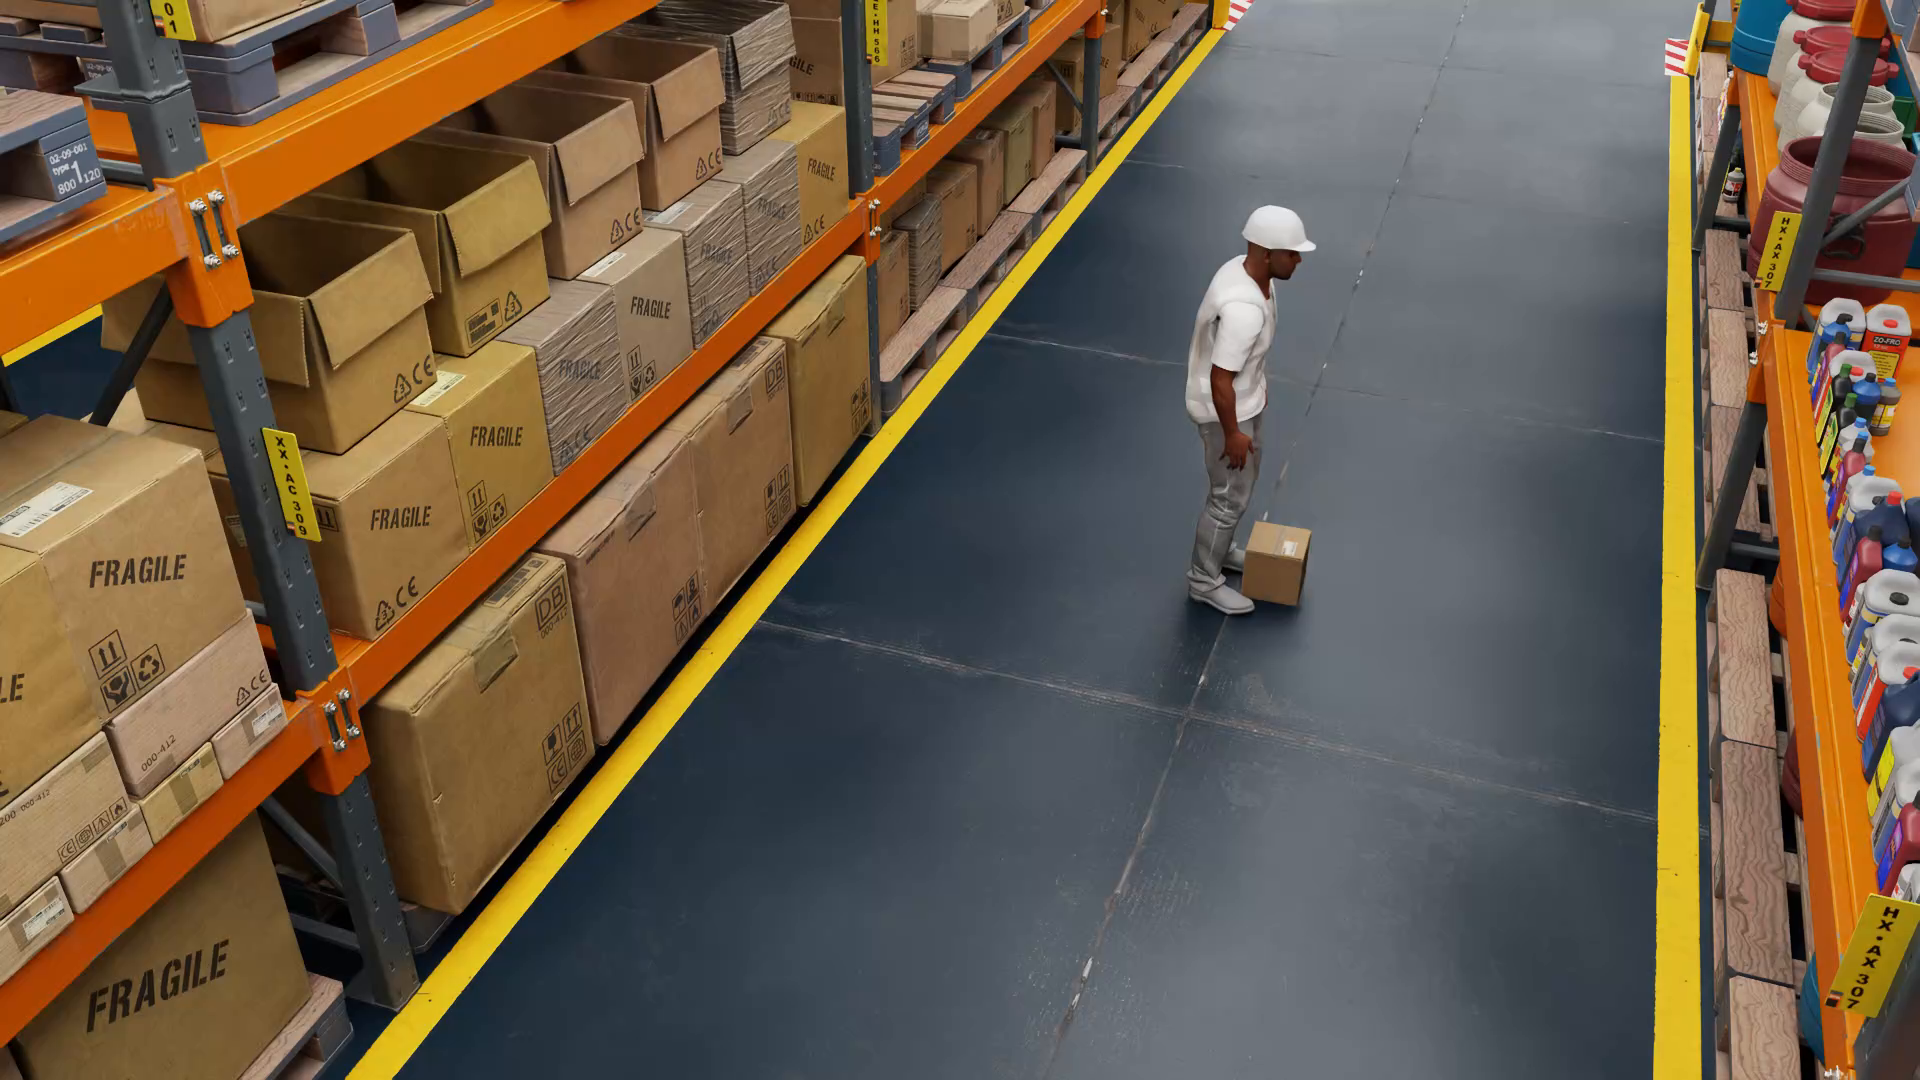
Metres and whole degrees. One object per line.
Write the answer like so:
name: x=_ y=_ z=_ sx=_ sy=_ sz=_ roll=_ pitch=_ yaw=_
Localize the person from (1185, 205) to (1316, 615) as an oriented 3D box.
person: x=1.176 y=-0.564 z=6.990 sx=0.457 sy=1.760 sz=0.615 roll=10 pitch=34 yaw=15
